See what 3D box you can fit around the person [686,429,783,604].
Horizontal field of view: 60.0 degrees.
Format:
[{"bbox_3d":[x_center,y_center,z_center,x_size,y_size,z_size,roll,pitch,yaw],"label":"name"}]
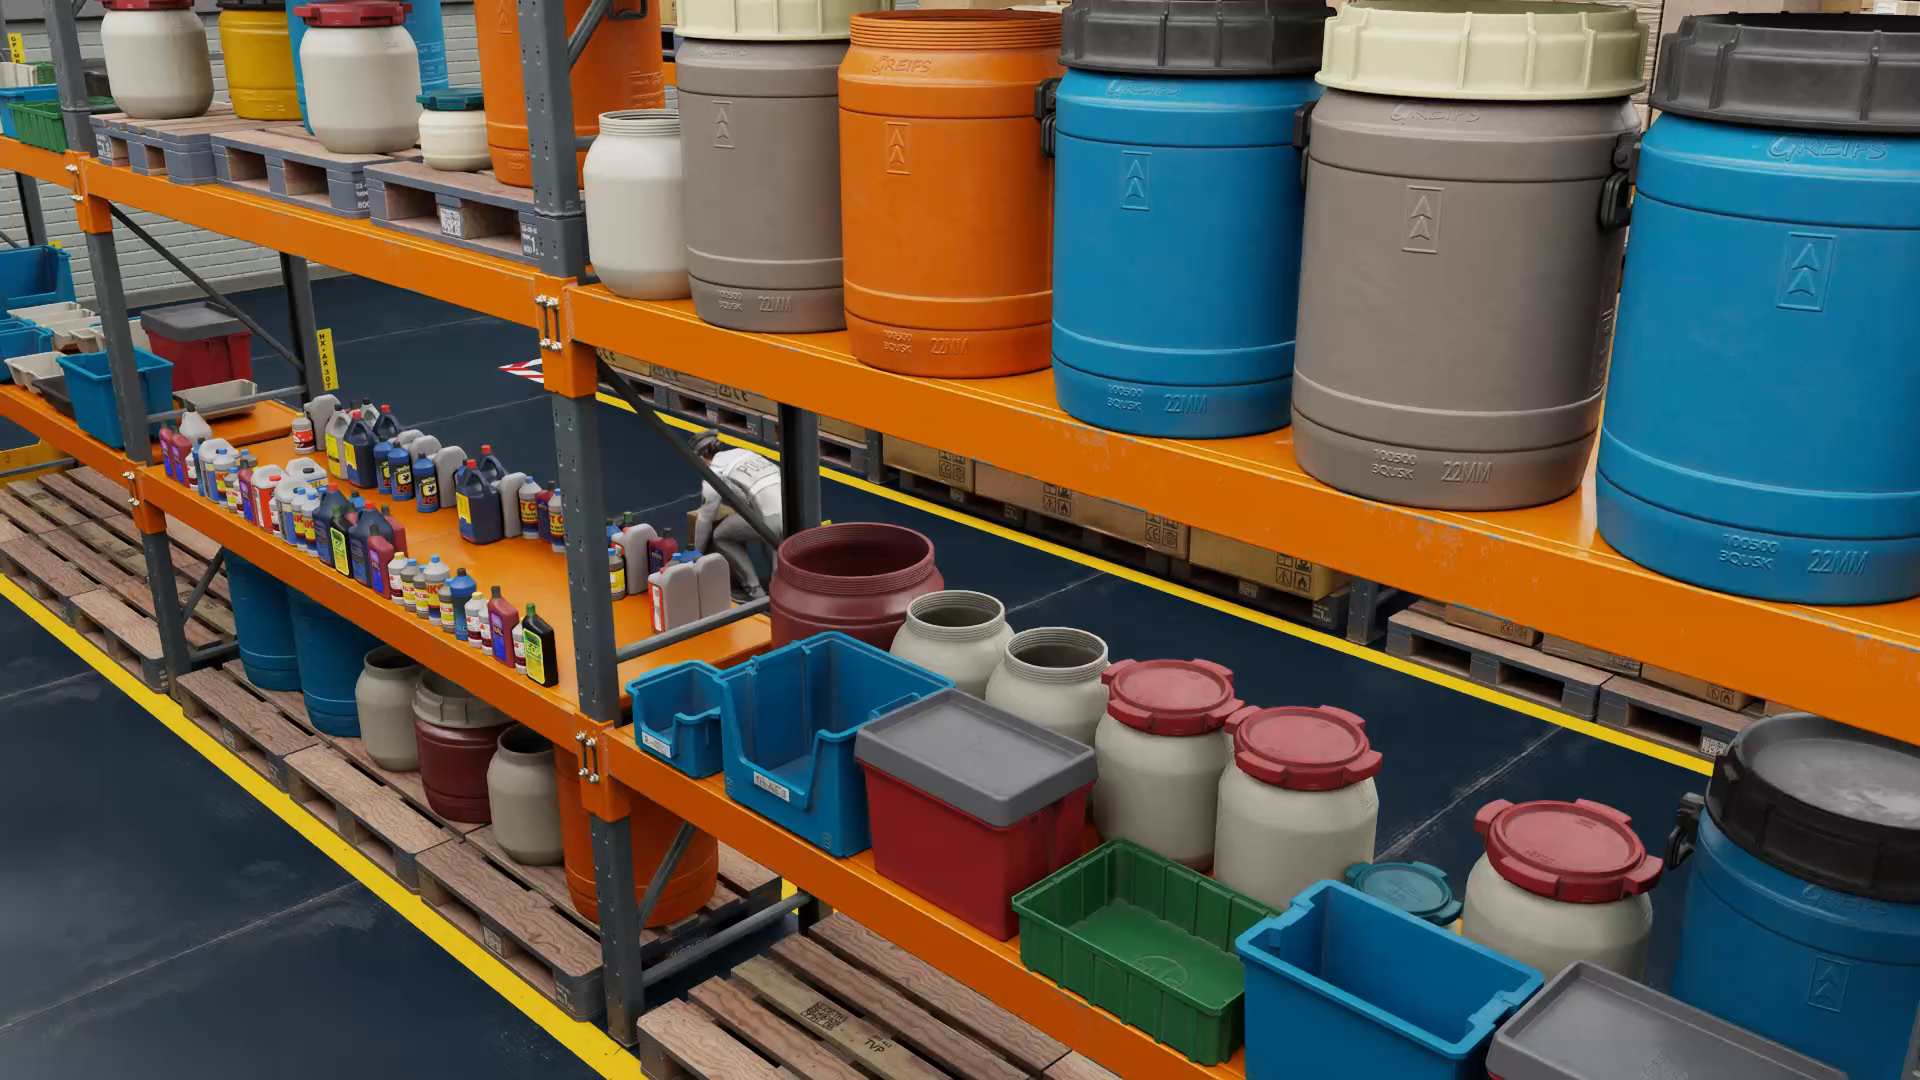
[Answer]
[{"bbox_3d":[-1.273,-0.133,9.894,0.899,0.989,0.453,18,27,39],"label":"person"}]
